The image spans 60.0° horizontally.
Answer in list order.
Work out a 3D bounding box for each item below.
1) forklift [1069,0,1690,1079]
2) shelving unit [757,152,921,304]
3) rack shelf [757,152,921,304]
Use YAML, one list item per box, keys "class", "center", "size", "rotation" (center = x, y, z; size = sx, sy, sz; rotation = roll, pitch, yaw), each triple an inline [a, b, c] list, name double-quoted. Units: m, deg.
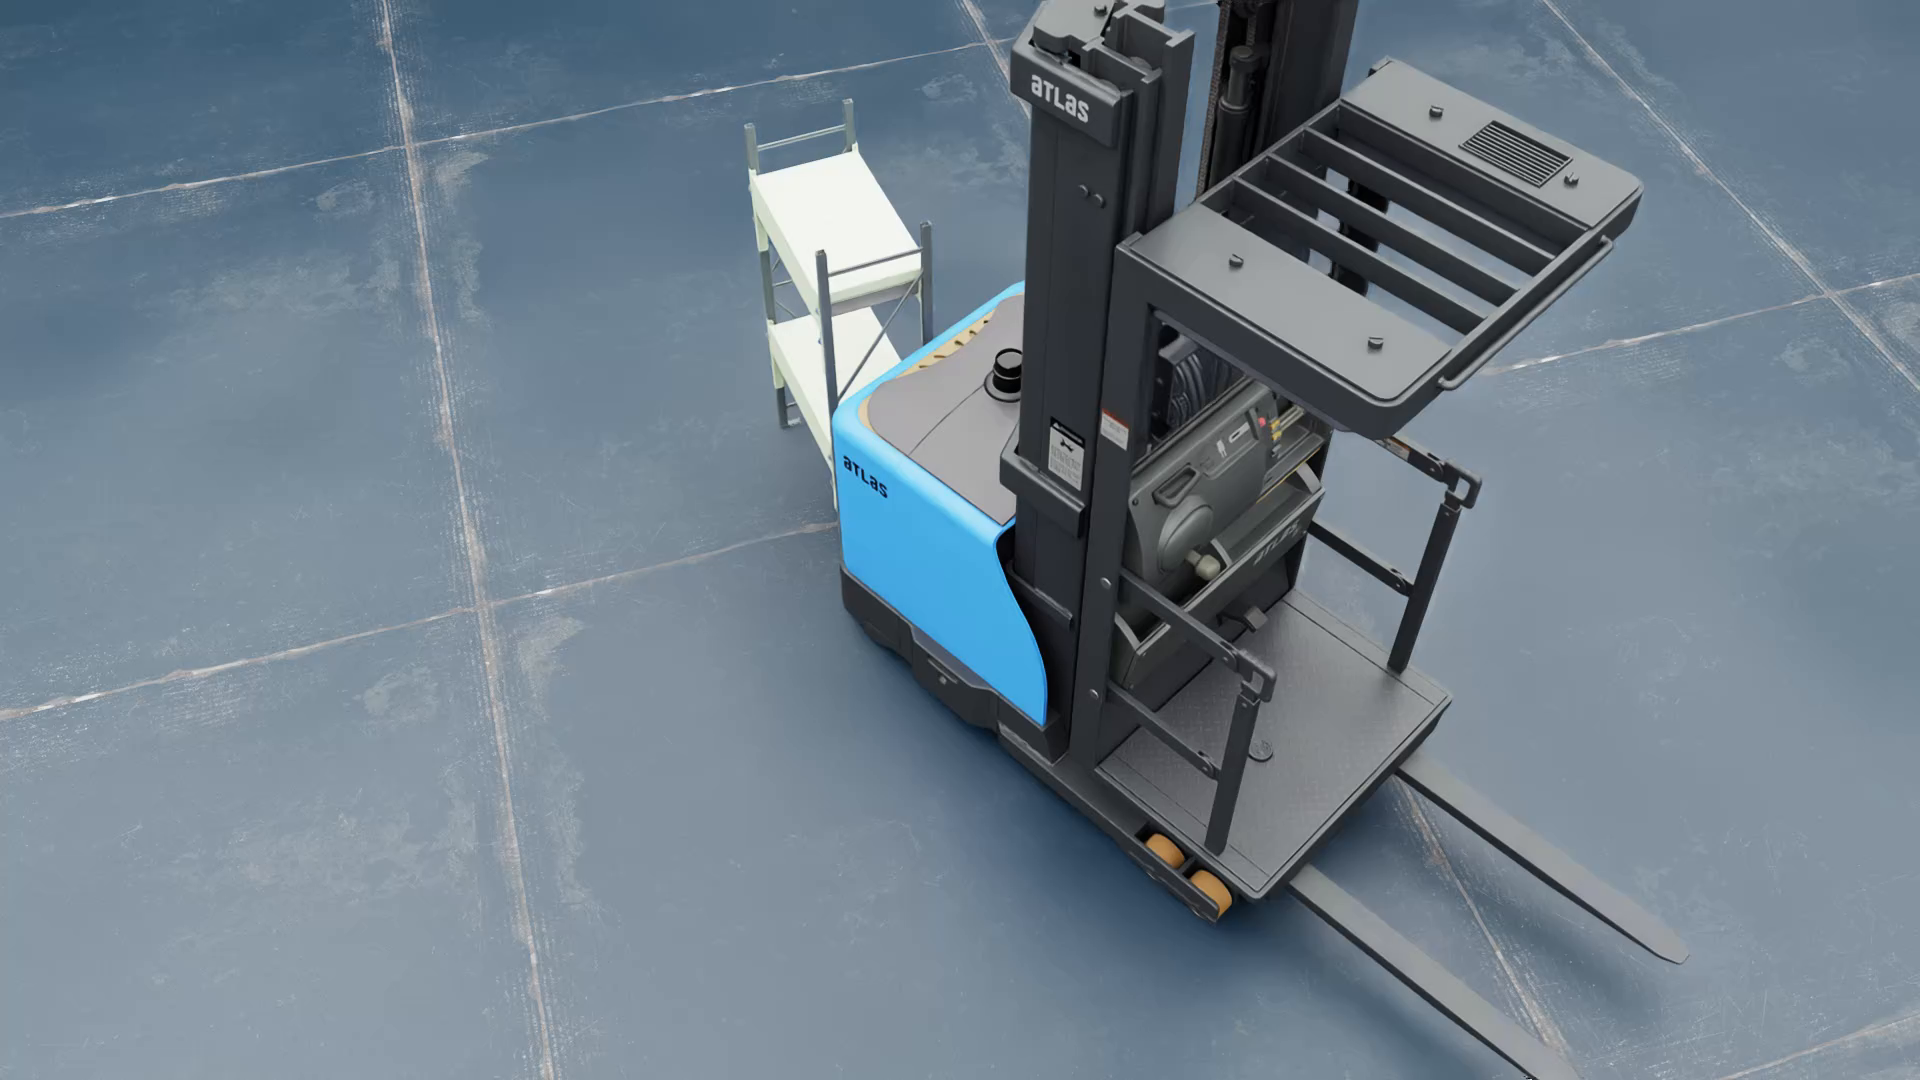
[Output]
- class: "forklift"
  center: [1.265, 0.146, 4.629]
  size: [2.170, 2.733, 1.118]
  rotation: [37, 59, 27]
- class: "shelving unit"
  center: [-0.423, -1.095, 5.797]
  size: [0.368, 0.052, 0.686]
  rotation: [-18, 52, -15]
- class: "rack shelf"
  center: [-0.423, -1.095, 5.797]
  size: [0.368, 0.052, 0.686]
  rotation: [-18, 52, -15]
